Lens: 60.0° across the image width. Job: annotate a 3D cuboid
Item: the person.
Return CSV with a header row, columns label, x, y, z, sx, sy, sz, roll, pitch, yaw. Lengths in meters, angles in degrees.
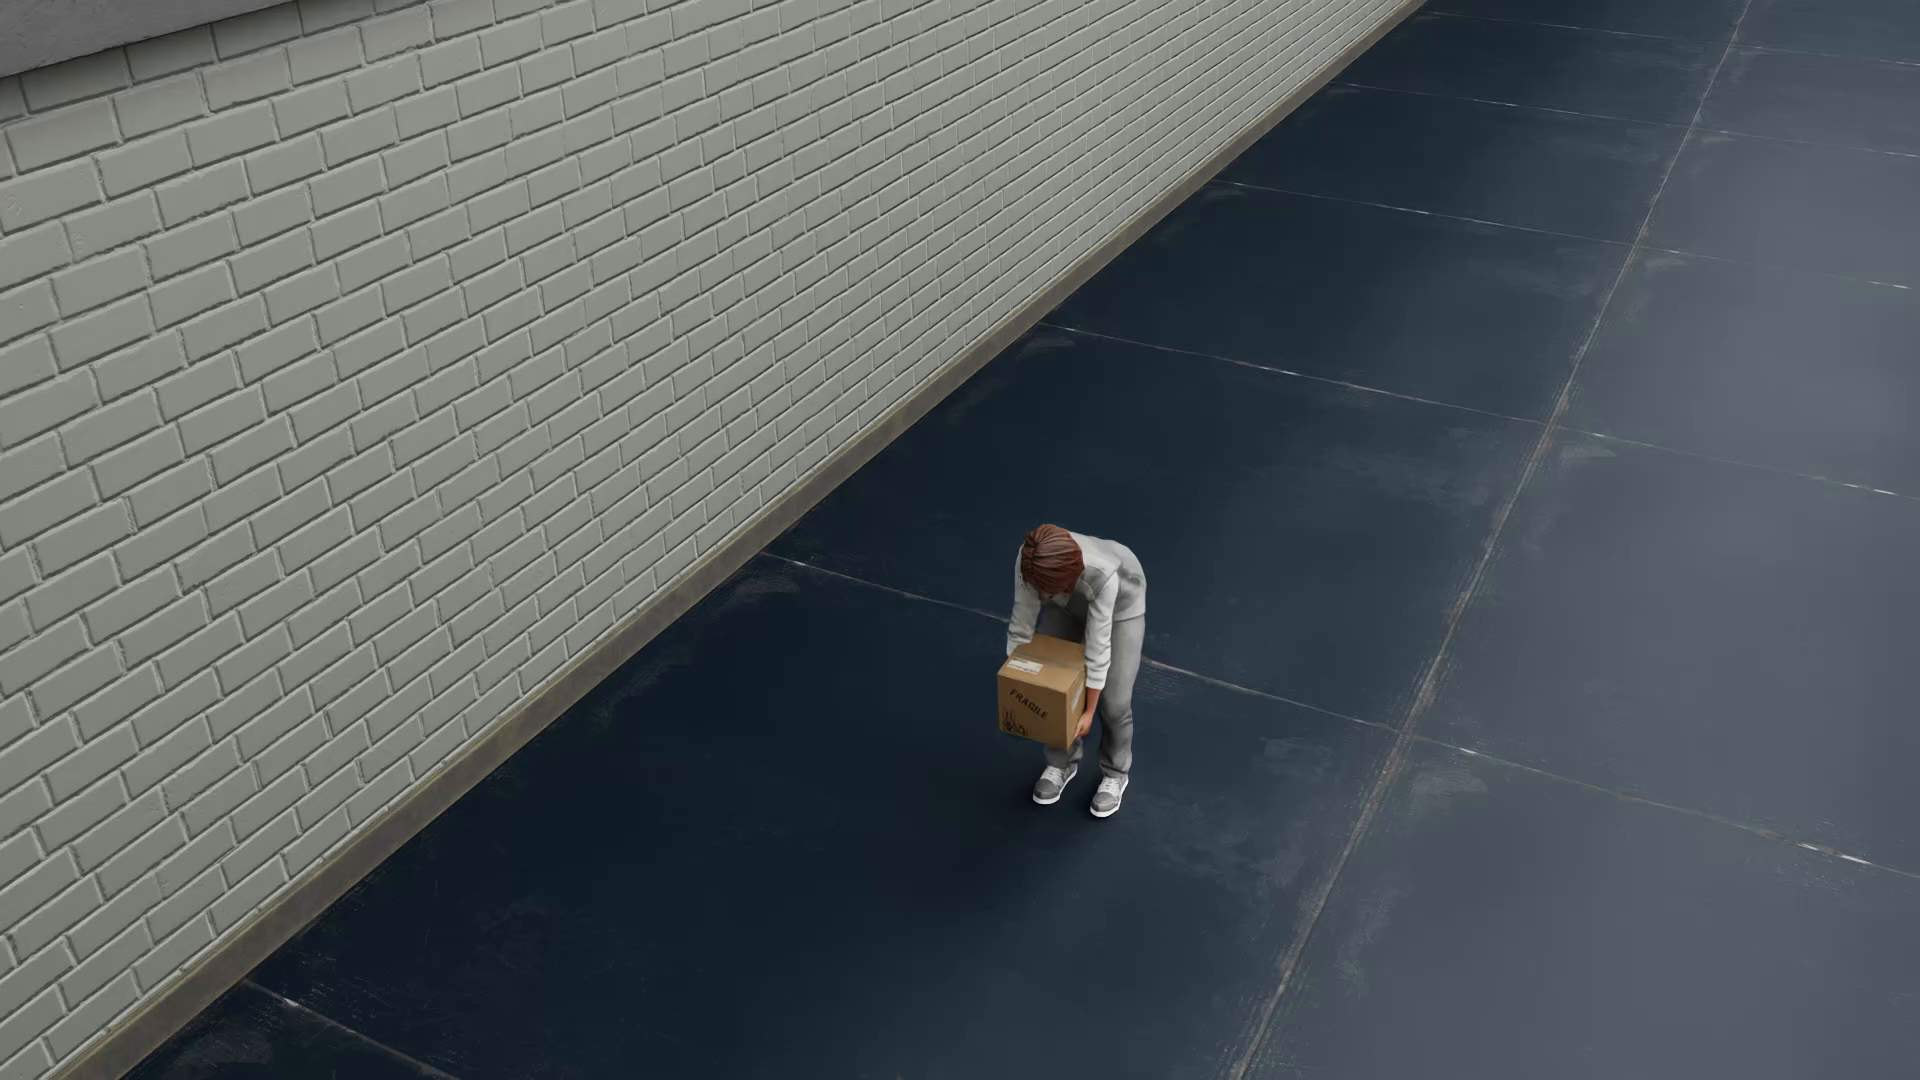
label,x,y,z,sx,sy,sz,roll,pitch,yaw
person,0.425,0.407,5.783,0.380,1.117,0.539,14,33,22
